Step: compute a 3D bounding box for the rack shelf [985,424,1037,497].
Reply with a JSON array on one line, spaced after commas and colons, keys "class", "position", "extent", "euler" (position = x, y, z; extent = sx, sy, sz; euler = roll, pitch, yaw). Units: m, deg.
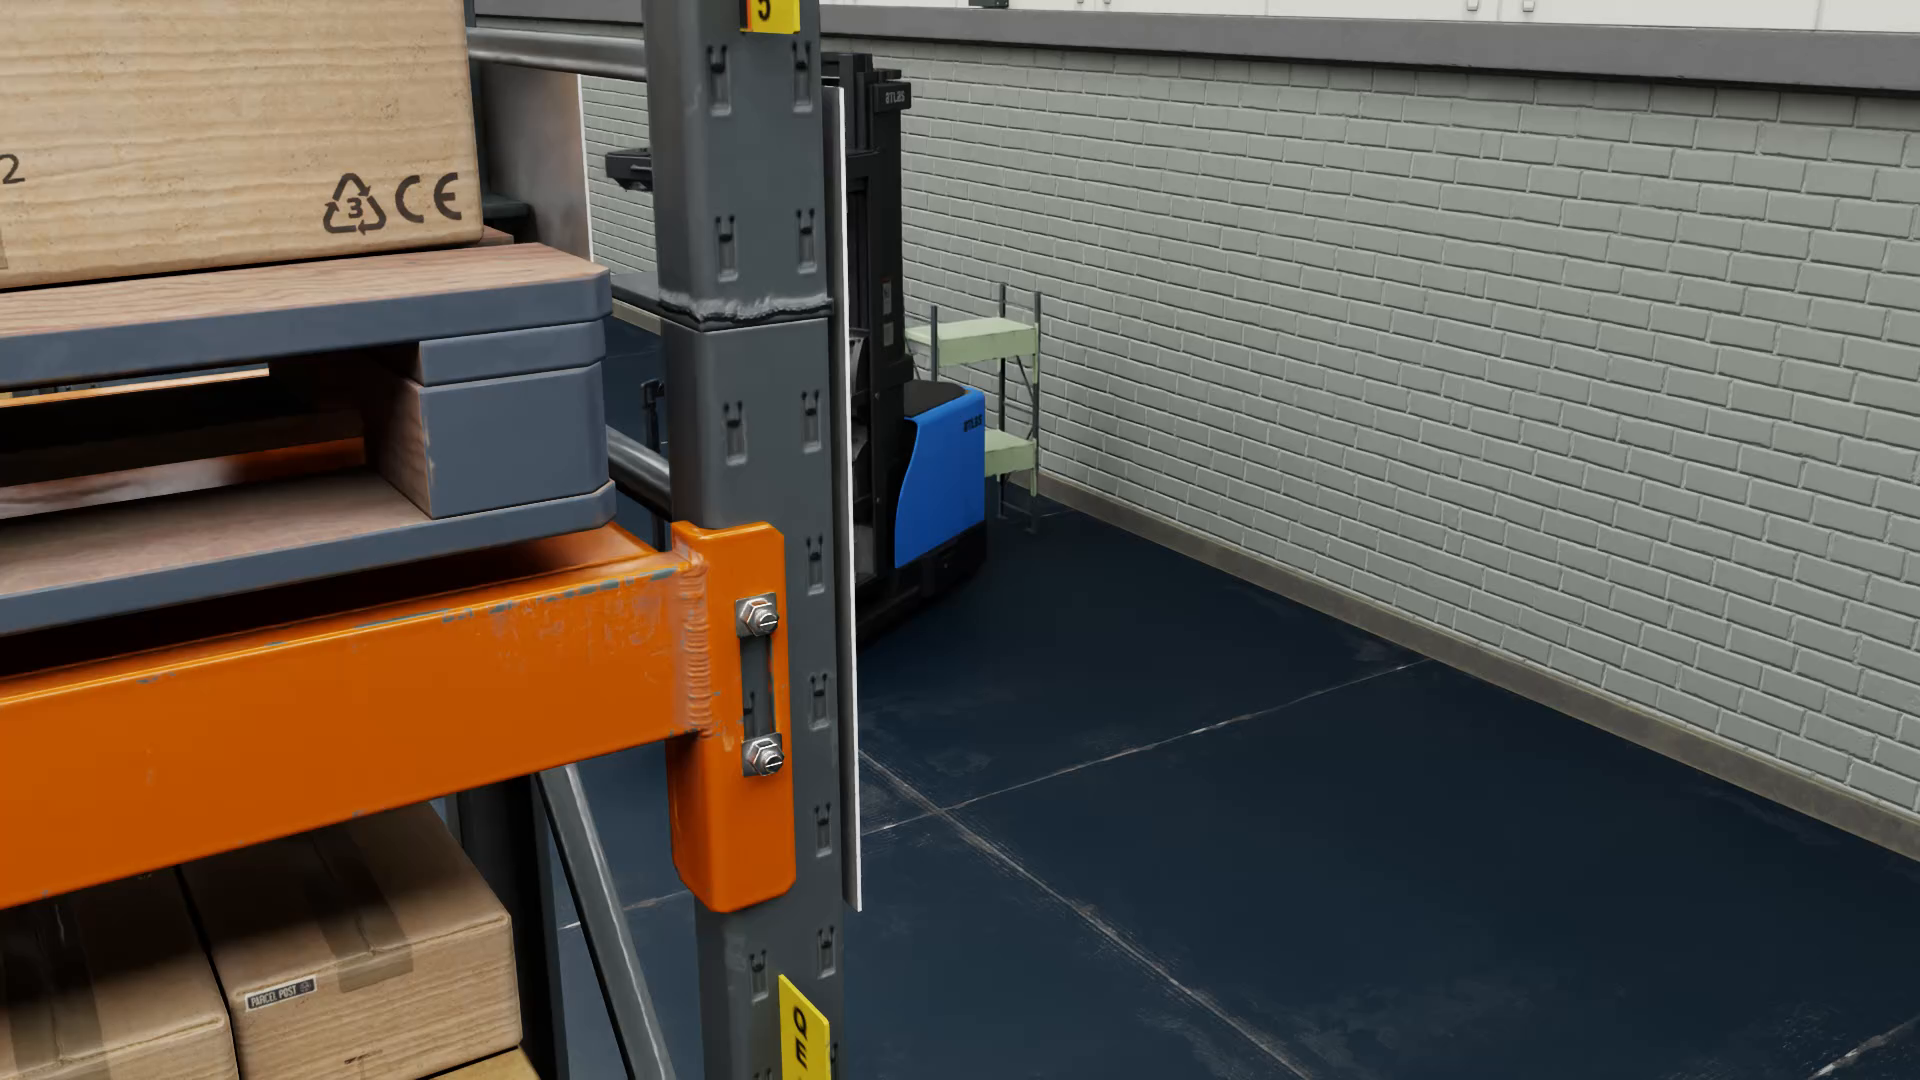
[{"class": "rack shelf", "position": [0.057, -0.436, 10.212], "extent": [0.720, 0.370, 0.431], "euler": [-12, 22, -31]}]

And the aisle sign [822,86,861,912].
[{"class": "aisle sign", "position": [-0.208, -0.058, 1.675], "extent": [0.004, 0.787, 0.394], "euler": [-12, 22, -31]}]

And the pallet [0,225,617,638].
[{"class": "pallet", "position": [-1.052, -0.143, 1.438], "extent": [1.213, 0.211, 1.003], "euler": [-12, 22, -31]}]

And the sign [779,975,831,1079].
[{"class": "sign", "position": [-0.151, 0.590, 1.639], "extent": [0.005, 0.325, 0.100], "euler": [-12, 22, -31]}]

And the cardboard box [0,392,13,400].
[{"class": "cardboard box", "position": [-3.490, -0.718, 5.504], "extent": [0.500, 0.500, 0.500], "euler": [-12, 22, -32]}]

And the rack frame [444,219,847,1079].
[{"class": "rack frame", "position": [-0.438, 1.103, 2.299], "extent": [0.127, 3.000, 1.000], "euler": [-12, 22, -31]}]

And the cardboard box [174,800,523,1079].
[{"class": "cardboard box", "position": [-0.628, 0.391, 1.674], "extent": [0.250, 0.149, 0.380], "euler": [-12, 22, -31]}]

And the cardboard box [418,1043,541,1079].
[{"class": "cardboard box", "position": [-0.710, 0.730, 1.683], "extent": [0.500, 0.500, 0.500], "euler": [-11, 22, -30]}]

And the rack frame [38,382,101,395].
[{"class": "rack frame", "position": [-3.245, -0.203, 6.163], "extent": [0.127, 3.000, 1.000], "euler": [-12, 22, -31]}]

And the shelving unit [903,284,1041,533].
[{"class": "shelving unit", "position": [0.057, -0.745, 10.107], "extent": [0.755, 1.500, 0.431], "euler": [-12, 22, -31]}]

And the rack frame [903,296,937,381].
[{"class": "rack frame", "position": [-0.249, -0.681, 9.917], "extent": [0.023, 1.500, 0.400], "euler": [-12, 22, -31]}]

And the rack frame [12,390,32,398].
[{"class": "rack frame", "position": [-5.888, -1.548, 10.140], "extent": [0.127, 3.000, 1.000], "euler": [-12, 22, -31]}]

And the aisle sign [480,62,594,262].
[{"class": "aisle sign", "position": [-0.537, -0.219, 2.150], "extent": [0.004, 0.787, 0.394], "euler": [-12, 22, -31]}]

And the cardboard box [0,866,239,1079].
[{"class": "cardboard box", "position": [-0.827, 0.442, 1.522], "extent": [0.250, 0.149, 0.380], "euler": [-11, 22, -30]}]

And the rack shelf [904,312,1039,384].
[{"class": "rack shelf", "position": [0.057, -1.115, 9.982], "extent": [0.720, 0.370, 0.431], "euler": [-12, 22, -31]}]

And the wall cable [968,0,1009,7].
[{"class": "wall cable", "position": [0.730, -5.988, 8.883], "extent": [0.120, 5.999, 2.277], "euler": [-12, 22, -31]}]

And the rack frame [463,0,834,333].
[{"class": "rack frame", "position": [-0.438, -1.739, 1.338], "extent": [0.127, 3.000, 1.000], "euler": [-12, 22, -31]}]

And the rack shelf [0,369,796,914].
[{"class": "rack shelf", "position": [-2.108, 0.375, 0.892], "extent": [4.000, 0.370, 1.077], "euler": [-12, 22, -31]}]

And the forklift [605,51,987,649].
[{"class": "forklift", "position": [-1.000, -0.893, 8.311], "extent": [1.130, 2.935, 3.031], "euler": [10, 21, 28]}]

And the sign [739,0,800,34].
[{"class": "sign", "position": [-0.151, -0.552, 1.253], "extent": [0.005, 0.325, 0.100], "euler": [-12, 22, -31]}]

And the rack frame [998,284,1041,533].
[{"class": "rack frame", "position": [0.363, -0.810, 10.298], "extent": [0.023, 1.500, 0.400], "euler": [-12, 22, -31]}]

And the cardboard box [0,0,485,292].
[{"class": "cardboard box", "position": [-0.764, -0.390, 1.454], "extent": [0.500, 0.250, 0.500], "euler": [-14, 23, -36]}]
